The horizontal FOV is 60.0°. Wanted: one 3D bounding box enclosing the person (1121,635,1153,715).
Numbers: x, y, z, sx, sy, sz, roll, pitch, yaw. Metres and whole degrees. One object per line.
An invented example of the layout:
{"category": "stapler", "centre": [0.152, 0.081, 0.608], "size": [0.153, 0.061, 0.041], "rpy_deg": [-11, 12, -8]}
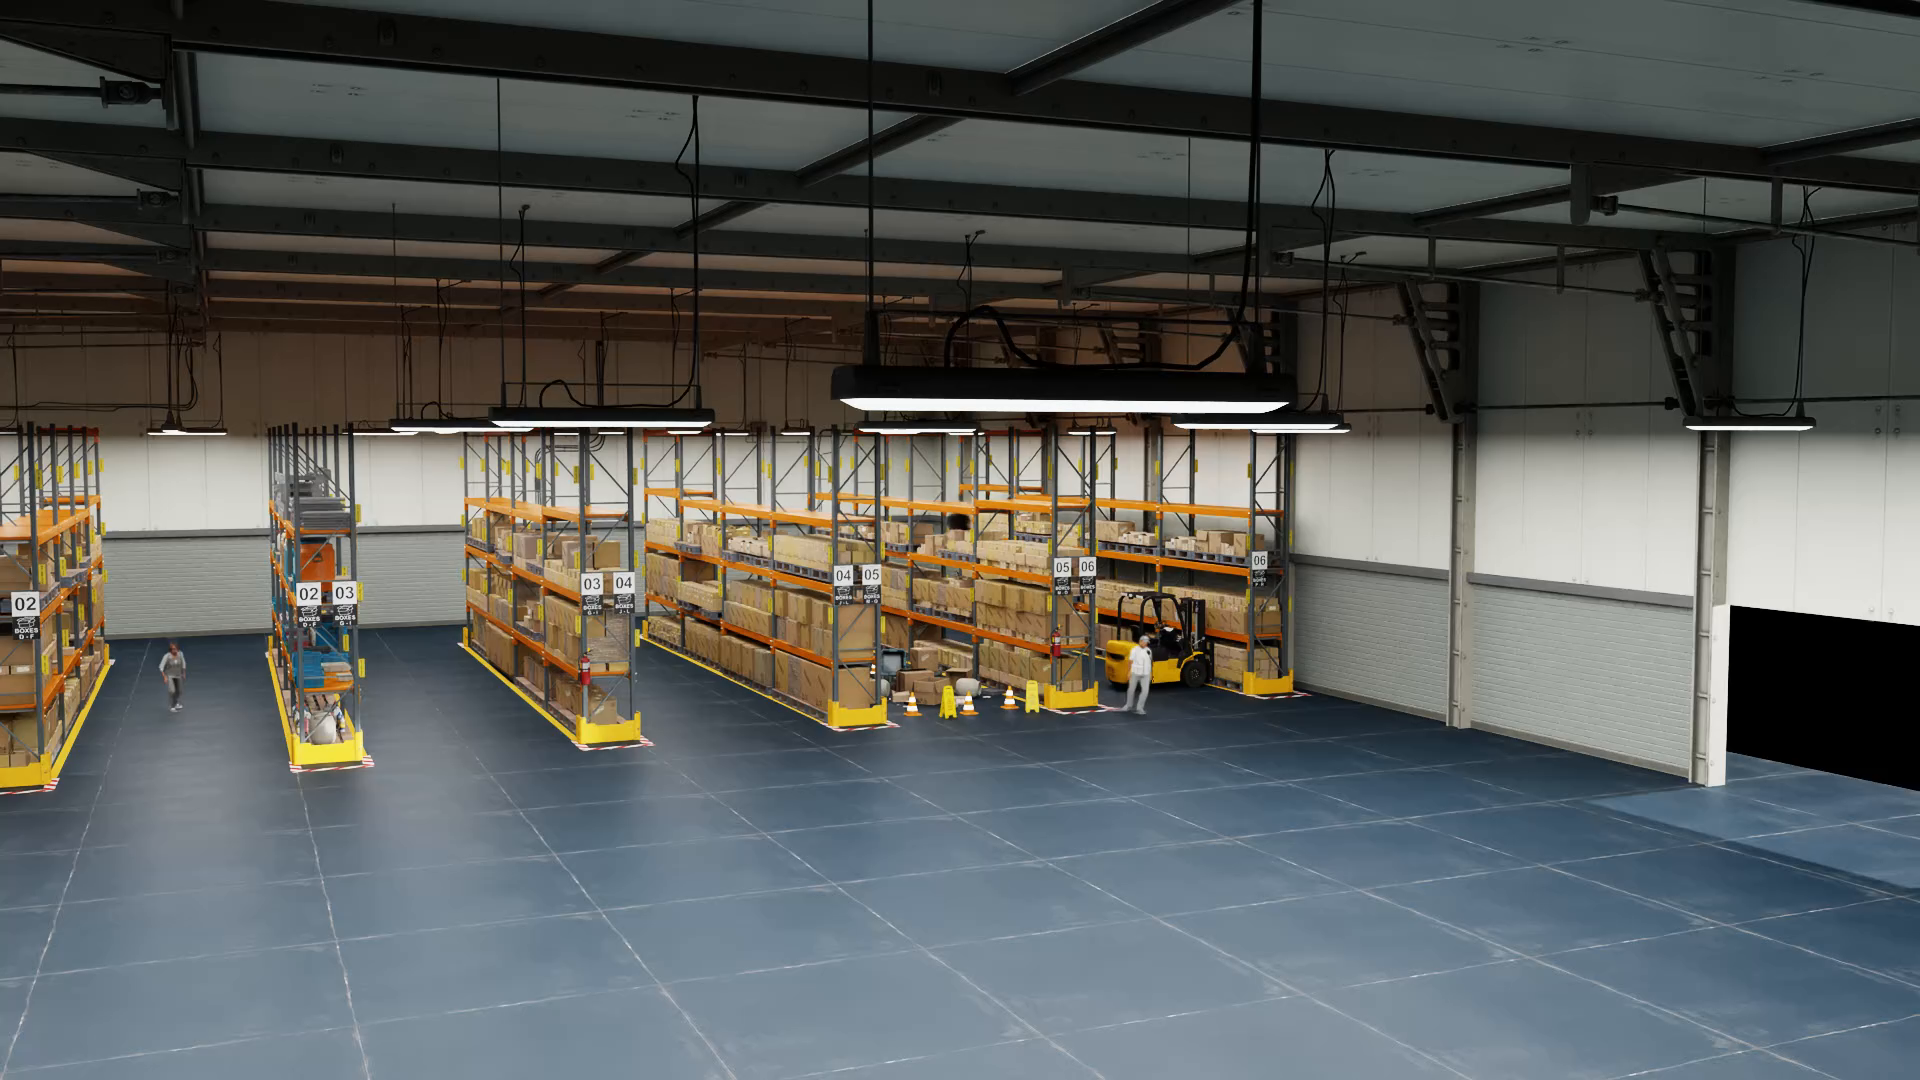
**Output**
{"category": "person", "centre": [3.682, 2.794, 34.541], "size": [0.618, 1.645, 0.512], "rpy_deg": [-1, 4, -15]}

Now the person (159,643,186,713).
{"category": "person", "centre": [-16.467, 2.862, 34.750], "size": [0.765, 1.486, 0.575], "rpy_deg": [3, 5, 40]}
